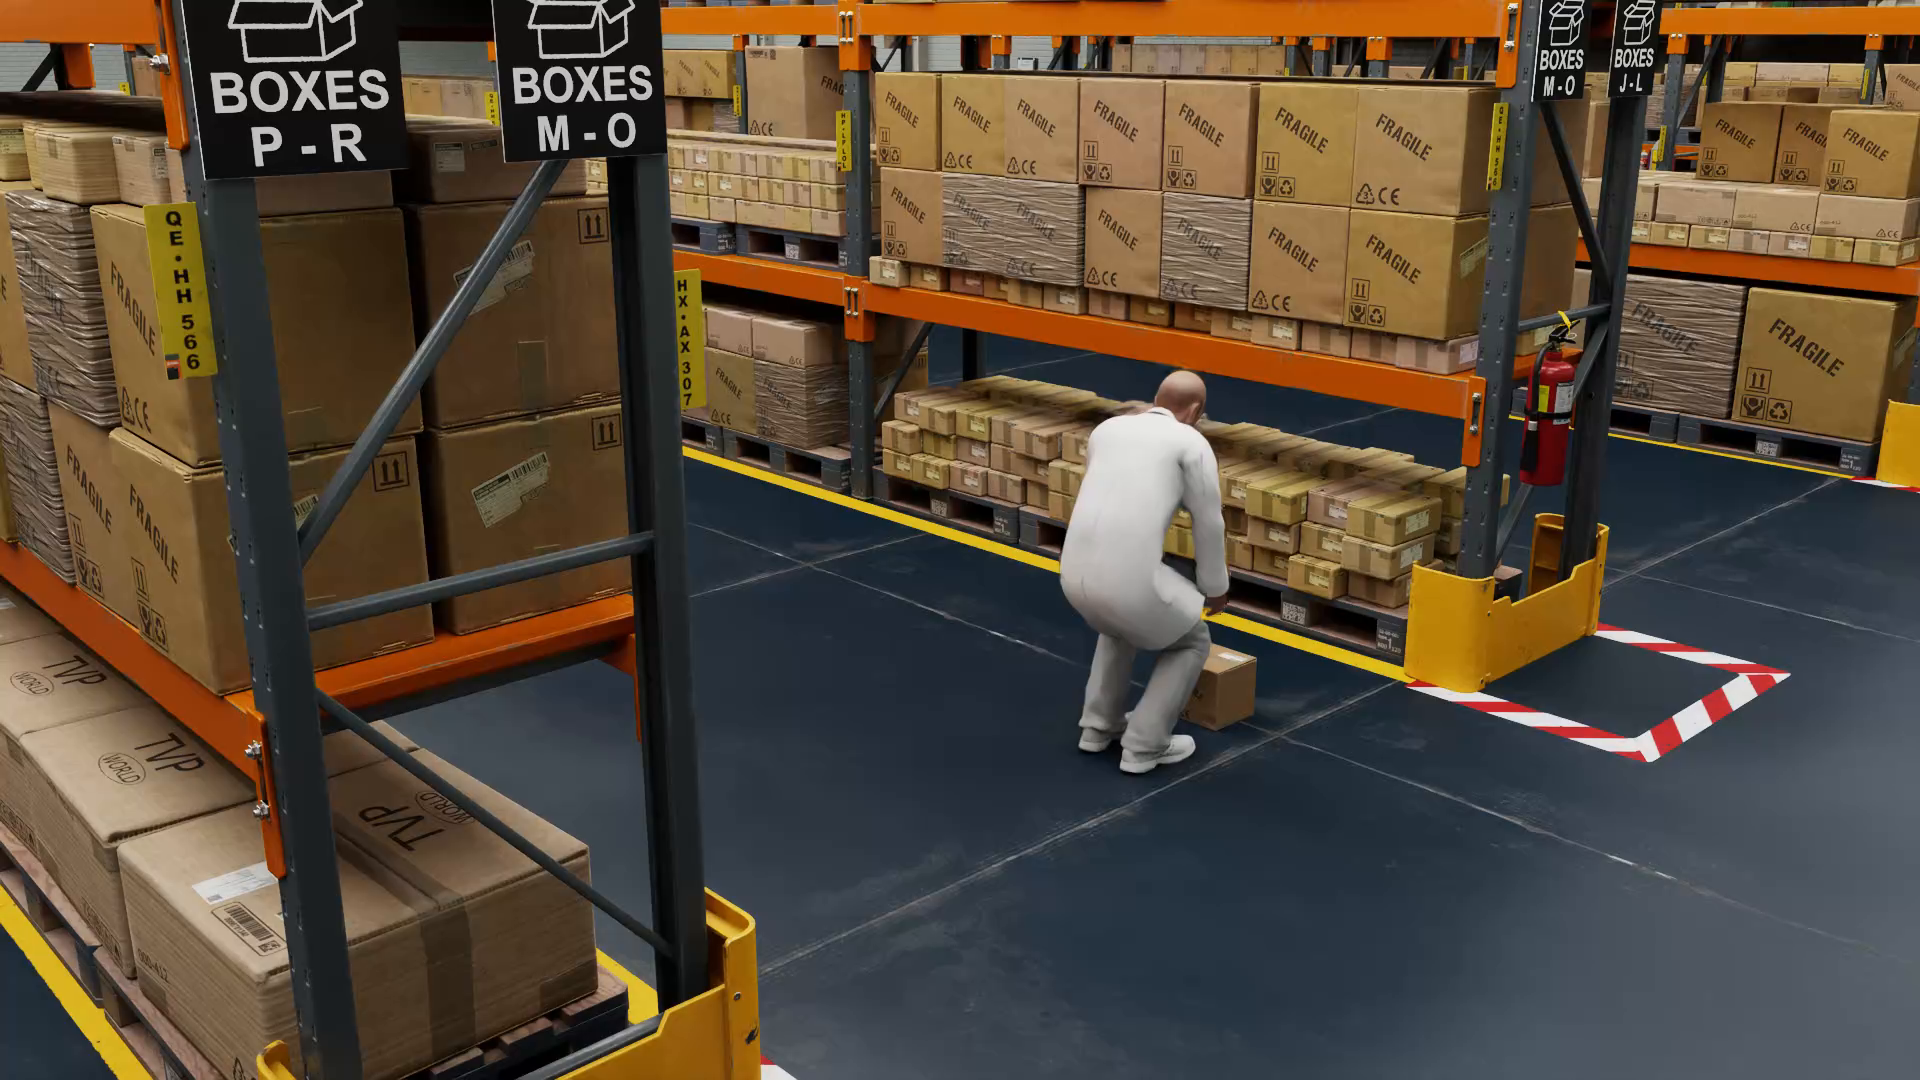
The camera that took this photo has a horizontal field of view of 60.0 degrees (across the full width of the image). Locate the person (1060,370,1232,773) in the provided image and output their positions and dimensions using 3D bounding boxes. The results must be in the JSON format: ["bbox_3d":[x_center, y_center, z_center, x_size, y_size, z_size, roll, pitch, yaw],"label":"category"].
[{"bbox_3d":[0.582,-2.357,14.343,12.121,1.440,13.060,-15,23,-41],"label":"person"}]
